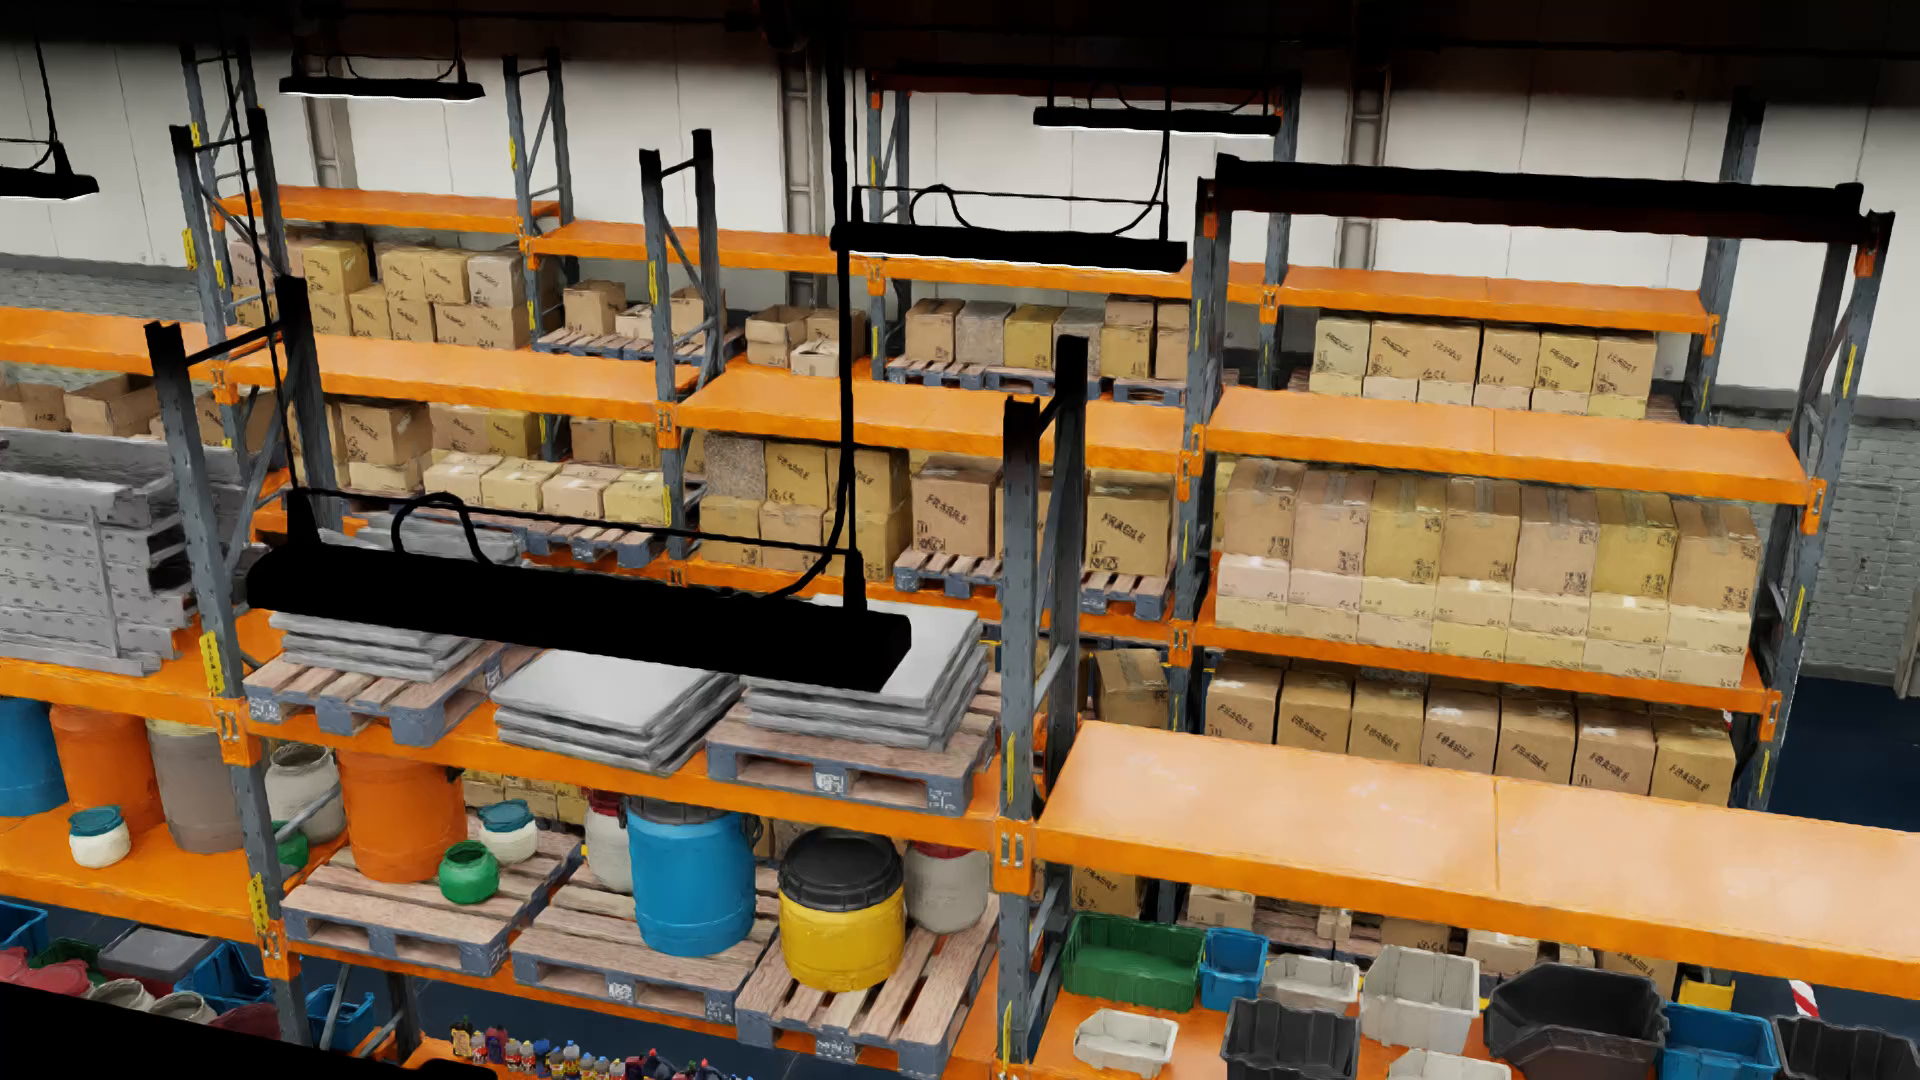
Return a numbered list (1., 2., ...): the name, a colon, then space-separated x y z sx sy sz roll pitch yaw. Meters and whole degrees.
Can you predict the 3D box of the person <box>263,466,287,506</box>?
1. person: -7.542 -0.071 18.672 1.036 1.728 0.533 10 25 23
